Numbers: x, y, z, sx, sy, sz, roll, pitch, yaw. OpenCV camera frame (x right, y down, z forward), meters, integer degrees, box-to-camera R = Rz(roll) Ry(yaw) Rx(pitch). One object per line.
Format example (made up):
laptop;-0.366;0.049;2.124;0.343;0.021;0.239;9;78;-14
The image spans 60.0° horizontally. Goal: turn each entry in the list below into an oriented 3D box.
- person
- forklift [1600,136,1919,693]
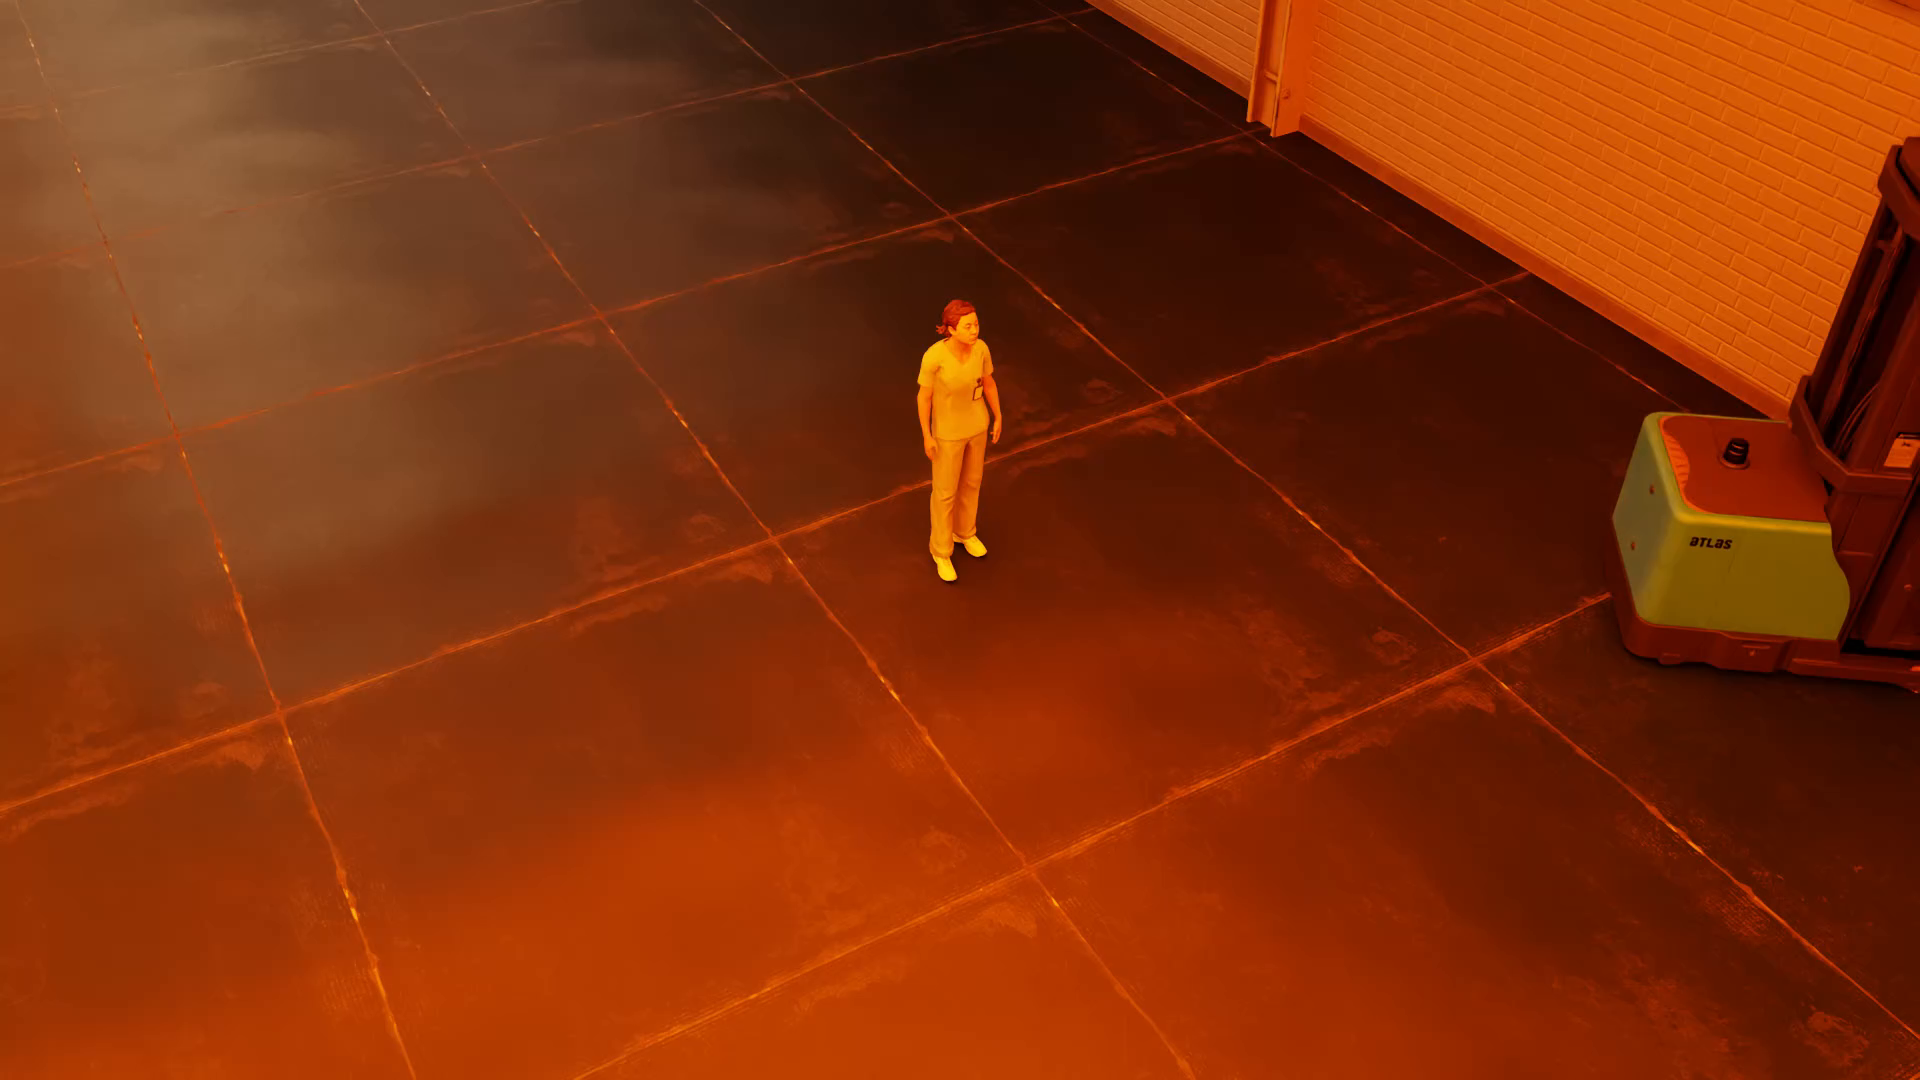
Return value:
person;0.025;-0.605;9.738;0.549;1.673;0.548;-20;44;-23
forklift;5.351;-0.618;8.781;3.031;2.935;1.130;5;40;6
